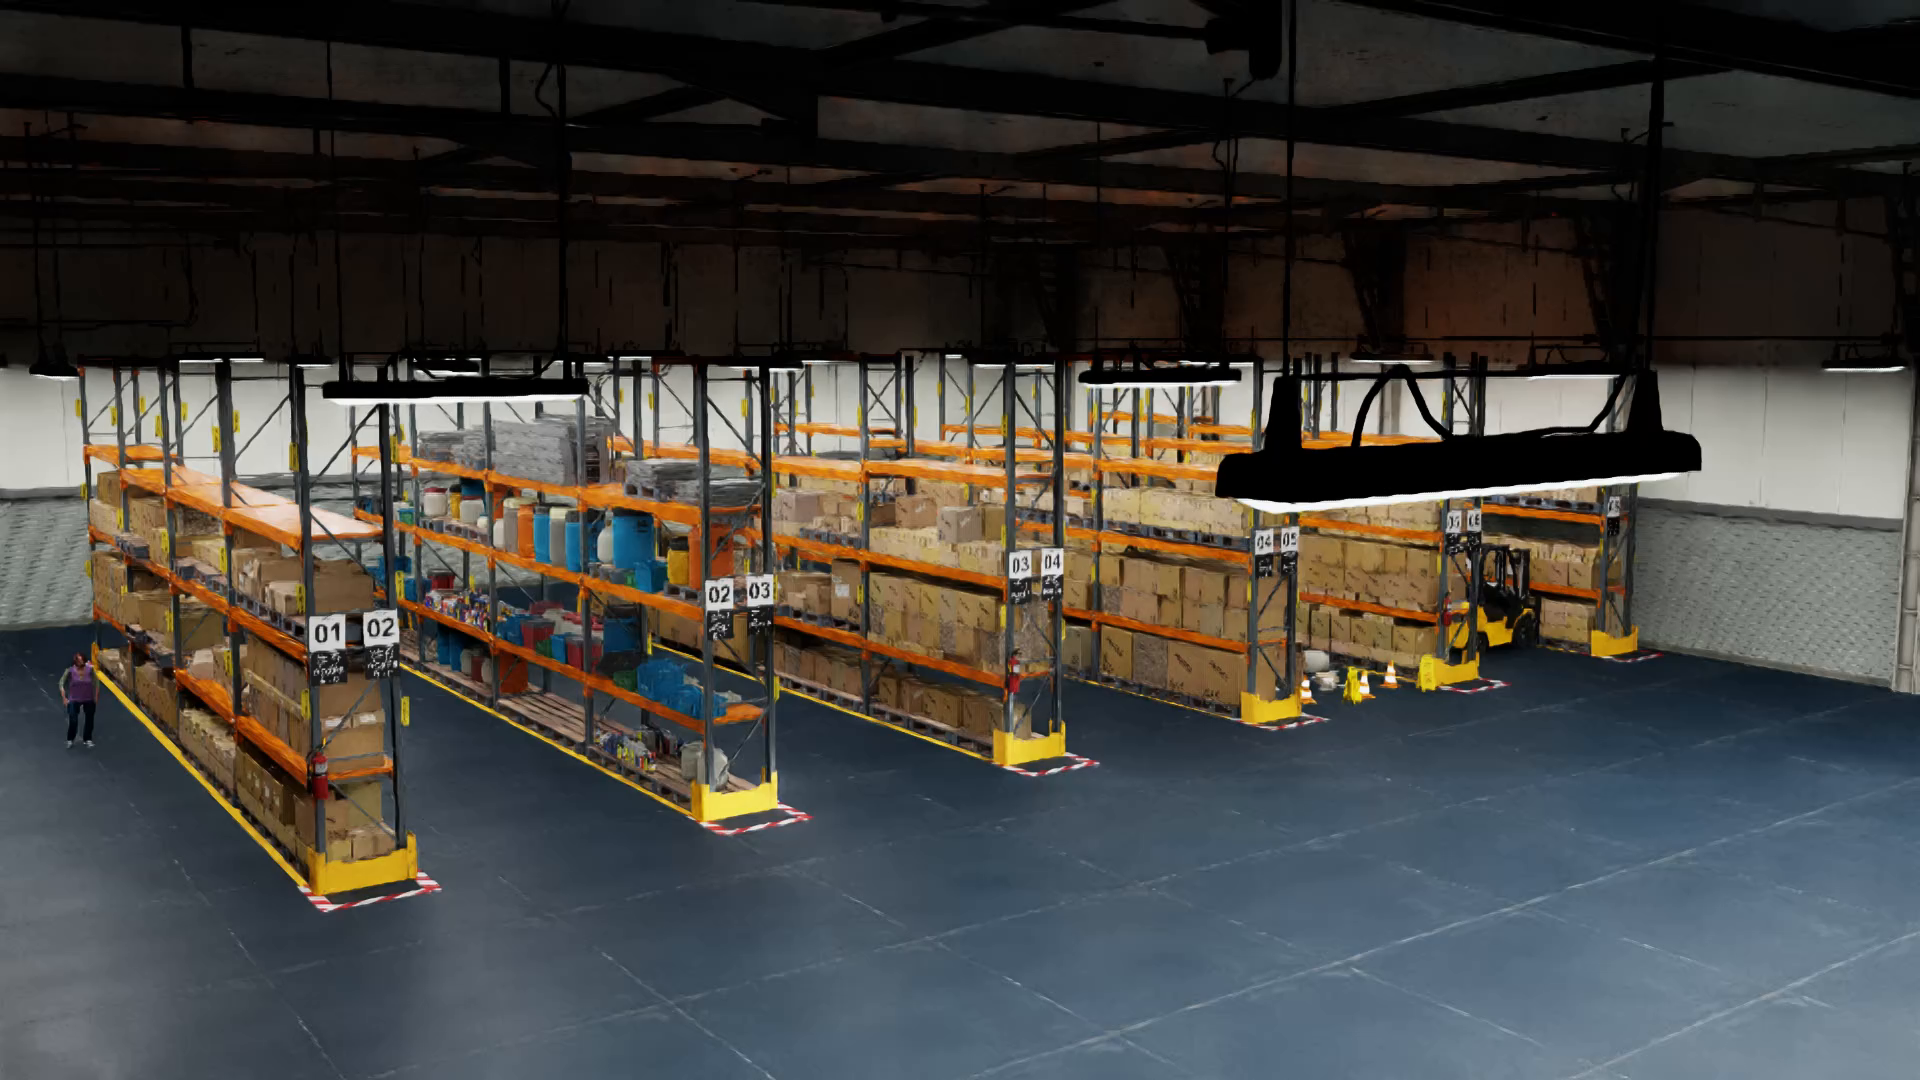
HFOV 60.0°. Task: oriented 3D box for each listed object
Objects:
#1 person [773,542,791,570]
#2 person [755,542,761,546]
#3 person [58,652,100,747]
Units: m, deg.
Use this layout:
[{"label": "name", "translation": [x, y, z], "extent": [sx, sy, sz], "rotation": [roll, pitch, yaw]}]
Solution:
[{"label": "person", "translation": [-4.847, 0.016, 45.309], "extent": [0.533, 1.669, 0.514], "rotation": [0, 7, 2]}, {"label": "person", "translation": [-4.709, 0.853, 38.385], "extent": [0.543, 1.648, 1.115], "rotation": [-4, 8, -33]}, {"label": "person", "translation": [-13.595, 2.465, 25.693], "extent": [0.566, 1.541, 0.519], "rotation": [-5, 9, -38]}]
